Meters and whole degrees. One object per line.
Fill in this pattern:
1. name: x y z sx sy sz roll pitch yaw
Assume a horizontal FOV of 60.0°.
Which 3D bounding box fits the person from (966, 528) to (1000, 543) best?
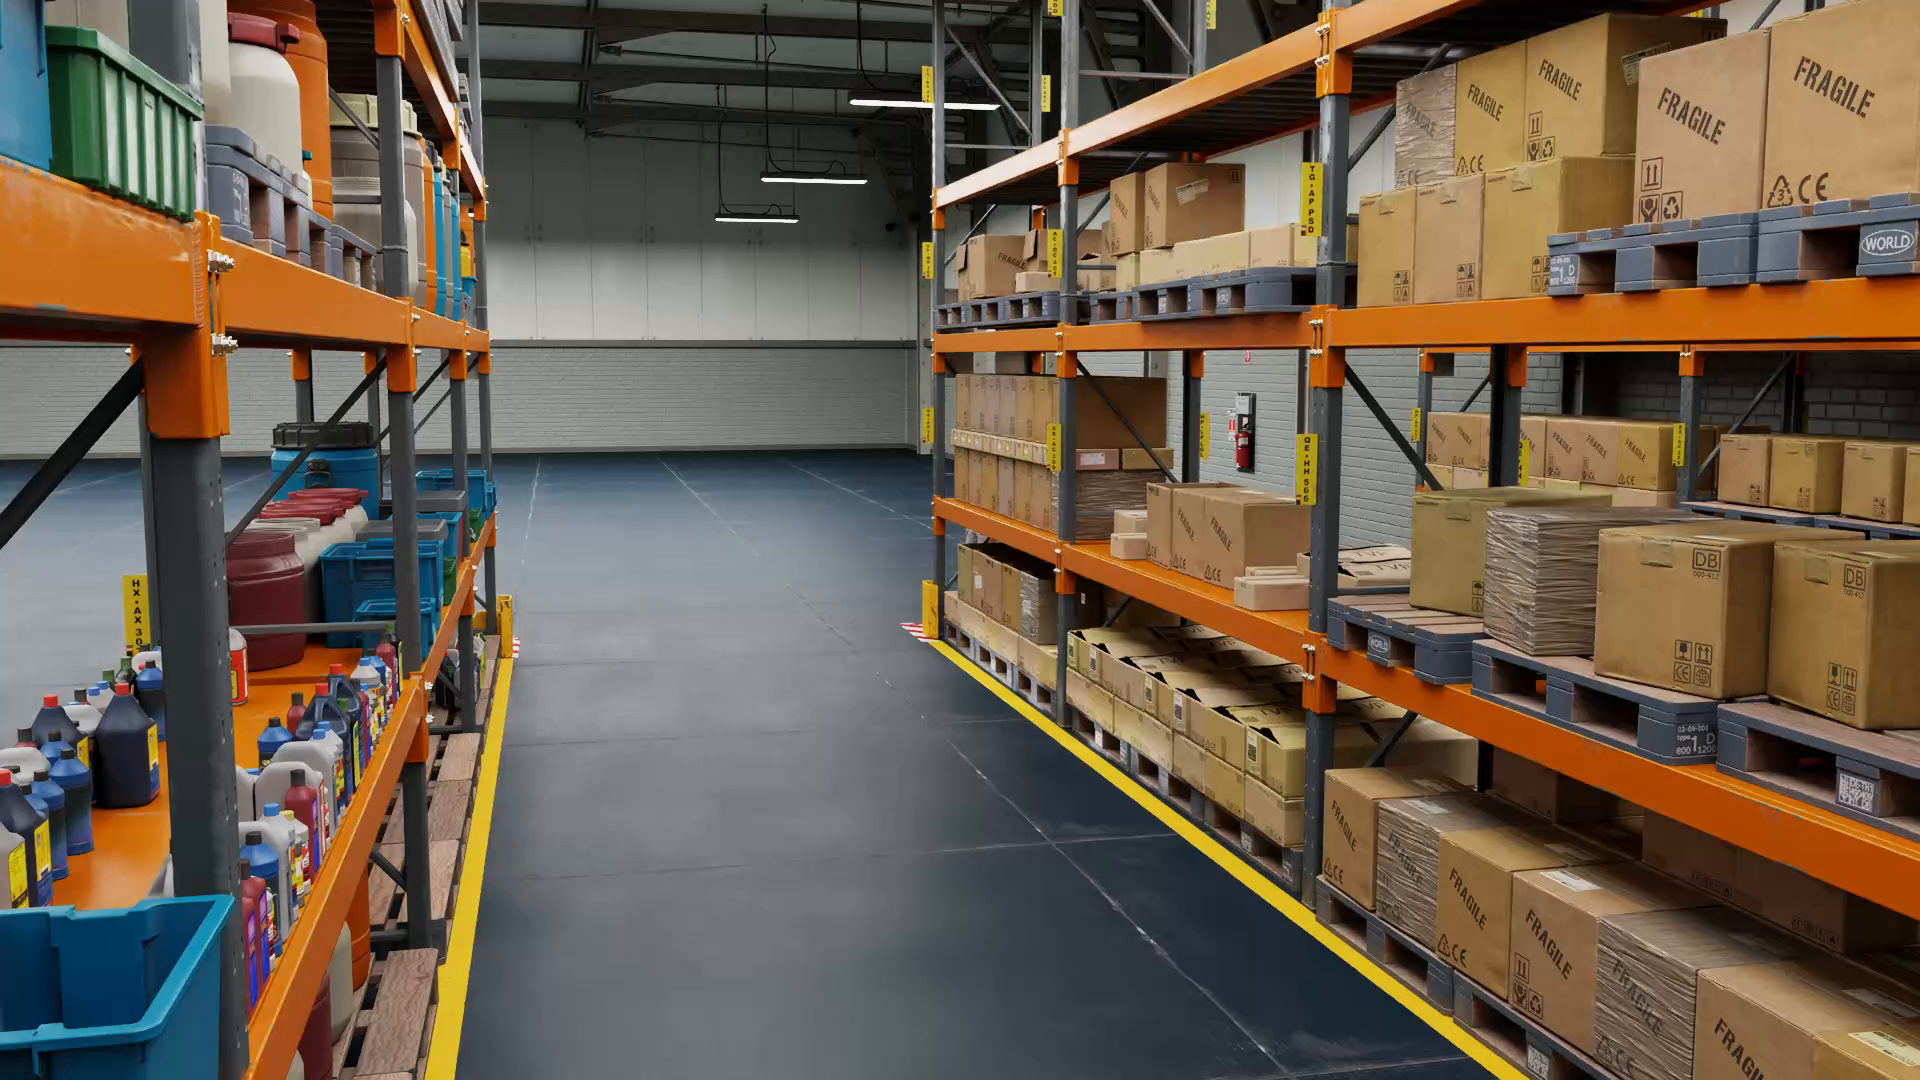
1. person: 0.184 -0.078 16.785 0.529 1.670 0.597 -3 7 -27
